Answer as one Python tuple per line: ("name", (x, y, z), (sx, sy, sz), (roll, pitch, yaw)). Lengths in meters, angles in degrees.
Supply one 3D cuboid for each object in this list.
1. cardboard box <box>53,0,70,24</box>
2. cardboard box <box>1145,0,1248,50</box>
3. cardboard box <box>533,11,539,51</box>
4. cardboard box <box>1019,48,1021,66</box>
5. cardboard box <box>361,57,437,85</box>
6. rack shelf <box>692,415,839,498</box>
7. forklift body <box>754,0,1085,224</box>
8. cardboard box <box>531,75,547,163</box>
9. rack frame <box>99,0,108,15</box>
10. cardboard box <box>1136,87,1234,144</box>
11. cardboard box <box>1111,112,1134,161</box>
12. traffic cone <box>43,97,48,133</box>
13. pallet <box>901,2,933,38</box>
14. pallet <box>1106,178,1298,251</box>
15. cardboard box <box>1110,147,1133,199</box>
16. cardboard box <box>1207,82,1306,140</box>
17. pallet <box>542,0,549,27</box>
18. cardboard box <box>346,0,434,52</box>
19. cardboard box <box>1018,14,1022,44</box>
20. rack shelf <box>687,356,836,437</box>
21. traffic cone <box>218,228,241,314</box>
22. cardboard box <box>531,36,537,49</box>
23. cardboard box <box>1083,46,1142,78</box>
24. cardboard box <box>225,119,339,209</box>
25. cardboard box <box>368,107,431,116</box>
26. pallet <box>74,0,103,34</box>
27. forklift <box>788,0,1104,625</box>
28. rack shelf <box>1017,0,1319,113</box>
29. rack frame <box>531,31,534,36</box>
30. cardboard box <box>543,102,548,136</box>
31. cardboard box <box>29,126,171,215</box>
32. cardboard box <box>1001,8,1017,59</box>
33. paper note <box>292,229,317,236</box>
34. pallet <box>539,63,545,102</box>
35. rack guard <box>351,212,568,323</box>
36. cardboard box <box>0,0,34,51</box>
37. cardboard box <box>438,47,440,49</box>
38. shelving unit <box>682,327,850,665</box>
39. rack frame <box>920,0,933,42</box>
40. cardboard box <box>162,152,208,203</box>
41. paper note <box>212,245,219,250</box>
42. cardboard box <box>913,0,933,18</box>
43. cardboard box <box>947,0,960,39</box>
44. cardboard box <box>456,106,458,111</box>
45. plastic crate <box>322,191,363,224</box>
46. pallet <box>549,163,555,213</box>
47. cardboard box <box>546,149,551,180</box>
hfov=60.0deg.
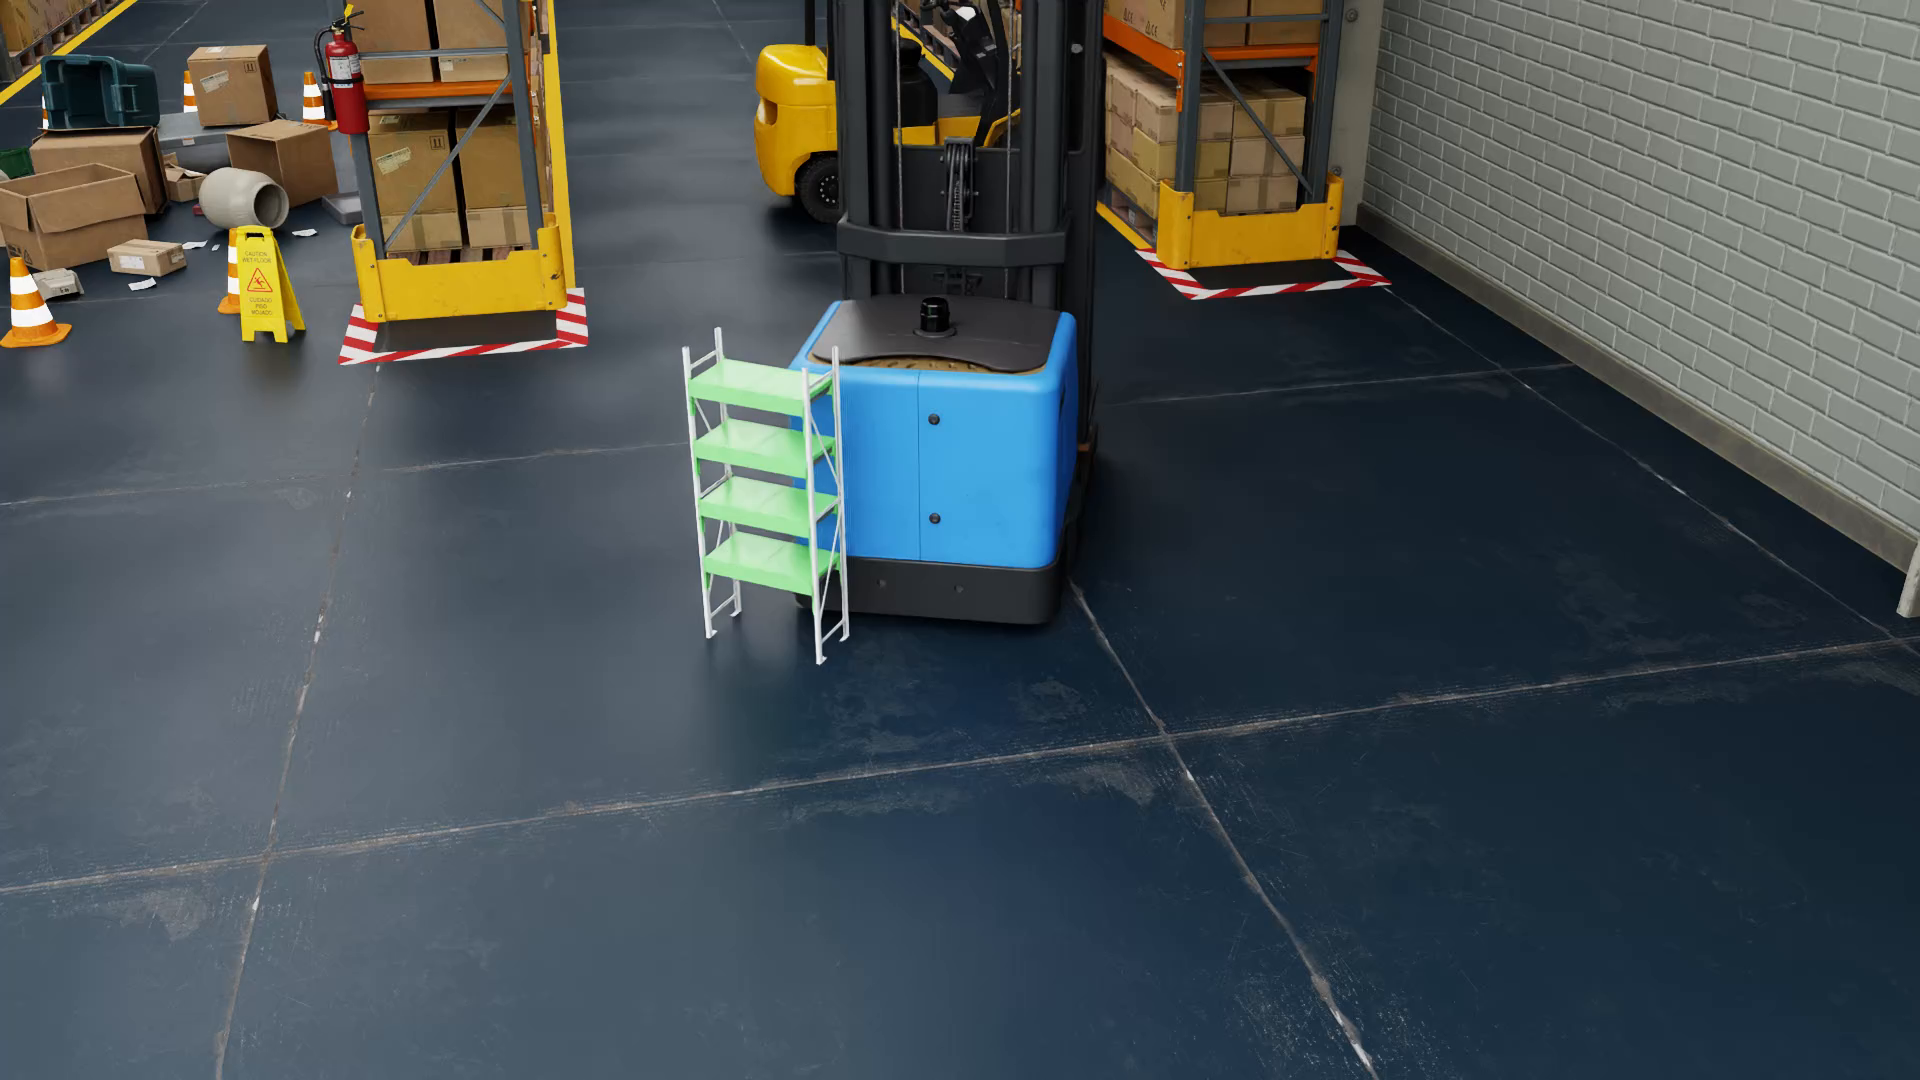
("cardboard box", (-9.819, -5.756, 17.633), (0.500, 0.500, 0.500), (-7, 28, -13))
("cardboard box", (1.514, -3.454, 10.652), (0.500, 0.500, 0.500), (-7, 28, -13))
("cardboard box", (-4.639, -4.991, 16.260), (0.950, 0.372, 0.625), (-8, 28, -15))
("cardboard box", (0.788, -3.915, 13.708), (0.500, 0.250, 0.500), (-6, 27, -12))
("cardboard box", (-3.247, -2.744, 9.637), (0.380, 0.149, 0.250), (-5, 27, -10))
("rack shelf", (-0.713, -0.312, 6.142), (0.480, 0.148, 0.258), (11, 29, 22))
("forklift body", (-0.324, -3.488, 11.773), (2.313, 2.155, 1.214), (-6, 27, -12))
("cardboard box", (-3.099, -2.851, 11.323), (0.500, 0.500, 0.500), (-5, 27, -11))
("rack frame", (-10.458, -7.435, 18.651), (1.000, 3.000, 0.127), (-6, 27, -12))
("cardboard box", (1.474, -2.796, 10.937), (0.500, 0.250, 0.500), (-5, 27, -10))
("cardboard box", (1.364, -2.806, 11.511), (0.500, 0.250, 0.500), (-6, 27, -12))
("traffic cone", (-7.486, -3.532, 13.735), (0.336, 0.463, 0.334), (-6, 27, -12))
("pallet", (-0.053, -5.818, 18.543), (1.003, 0.211, 1.213), (-6, 27, -12))
("pallet", (1.668, -2.306, 11.585), (1.003, 0.211, 1.213), (-6, 27, -12))
("cardboard box", (1.365, -2.573, 11.604), (0.500, 0.250, 0.500), (-6, 27, -12))
("cardboard box", (1.957, -2.856, 11.055), (0.500, 0.250, 0.500), (-6, 27, -12))
("pallet", (-5.133, -5.869, 18.644), (1.003, 0.211, 1.213), (-6, 27, -12))
("cardboard box", (-3.345, -3.102, 9.625), (0.500, 0.500, 0.500), (-6, 27, -13))
("cardboard box", (0.783, -4.138, 13.595), (0.500, 0.250, 0.500), (-6, 27, -12))
("rack shelf", (-0.714, -0.525, 6.033), (0.480, 0.148, 0.258), (11, 29, 22))
("traffic cone", (-4.308, -1.639, 9.984), (0.336, 0.463, 0.334), (-6, 27, -12))
("cardboard box", (-3.461, -3.532, 12.672), (0.500, 0.500, 0.500), (-6, 27, -12))
("cardboard box", (1.123, -3.464, 12.259), (0.500, 0.250, 0.500), (-7, 28, -13))
("cardboard box", (-4.940, -2.746, 12.134), (0.500, 0.500, 0.500), (13, 30, 24))
("cardboard box", (-3.537, -2.778, 10.458), (0.380, 0.149, 0.250), (-5, 27, -10))
("pallet", (-10.281, -5.848, 18.603), (1.003, 0.211, 1.213), (-6, 27, -12))
("forklift", (0.068, -1.619, 7.204), (1.130, 2.935, 3.031), (4, 27, 8))
("rack shelf", (1.431, -3.776, 12.201), (1.077, 0.370, 4.000), (-6, 27, -12))
("rack frame", (-3.855, -4.470, 12.777), (1.000, 3.000, 0.127), (-6, 27, -12))
("cardboard box", (-3.460, -3.198, 12.842), (0.500, 0.250, 0.500), (-5, 27, -9))
("cardboard box", (-6.035, -2.584, 11.660), (0.797, 0.637, 0.503), (-6, 27, -12))
("cardboard box", (0.851, -4.331, 14.671), (0.875, 0.625, 0.625), (-5, 27, -9))
("paper note", (-4.490, -2.112, 11.400), (0.142, 0.019, 0.148), (-16, 31, -29))
("pallet", (-4.311, -4.103, 15.145), (1.003, 0.211, 1.213), (-6, 27, -12))
("rack guard", (-2.971, -1.631, 9.927), (1.175, 0.500, 0.348), (-6, 27, -12))
("cardboard box", (-9.468, -5.087, 16.307), (0.500, 0.500, 0.500), (-7, 28, -14))
("cardboard box", (-2.900, -2.881, 9.908), (0.380, 0.149, 0.250), (-6, 27, -11))
("shelving unit", (-0.713, -0.155, 6.223), (0.503, 1.200, 0.258), (11, 29, 22))
("rack frame", (0.078, -6.732, 17.258), (1.000, 3.000, 0.127), (-6, 27, -12))
("cardboard box", (-5.763, -2.674, 12.253), (0.396, 0.266, 0.258), (19, 32, 32))
("paper note", (-4.974, -1.955, 11.112), (0.032, 0.001, 0.123), (-6, 27, -12))
("cardboard box", (-0.226, -5.967, 18.051), (0.500, 0.500, 0.500), (-5, 27, -10))
("cardboard box", (0.360, -5.298, 16.586), (0.875, 0.625, 0.625), (-5, 27, -10))
("cardboard box", (-3.616, -2.785, 11.192), (0.500, 0.500, 0.500), (-7, 28, -13))
("plastic crate", (-4.300, -2.394, 11.904), (0.402, 0.080, 0.583), (-16, 31, -29))
("pallet", (-3.391, -2.397, 11.765), (1.003, 0.211, 1.213), (-6, 27, -12))
("cardboard box", (-3.109, -2.519, 11.498), (0.500, 0.250, 0.500), (-4, 27, -8))
